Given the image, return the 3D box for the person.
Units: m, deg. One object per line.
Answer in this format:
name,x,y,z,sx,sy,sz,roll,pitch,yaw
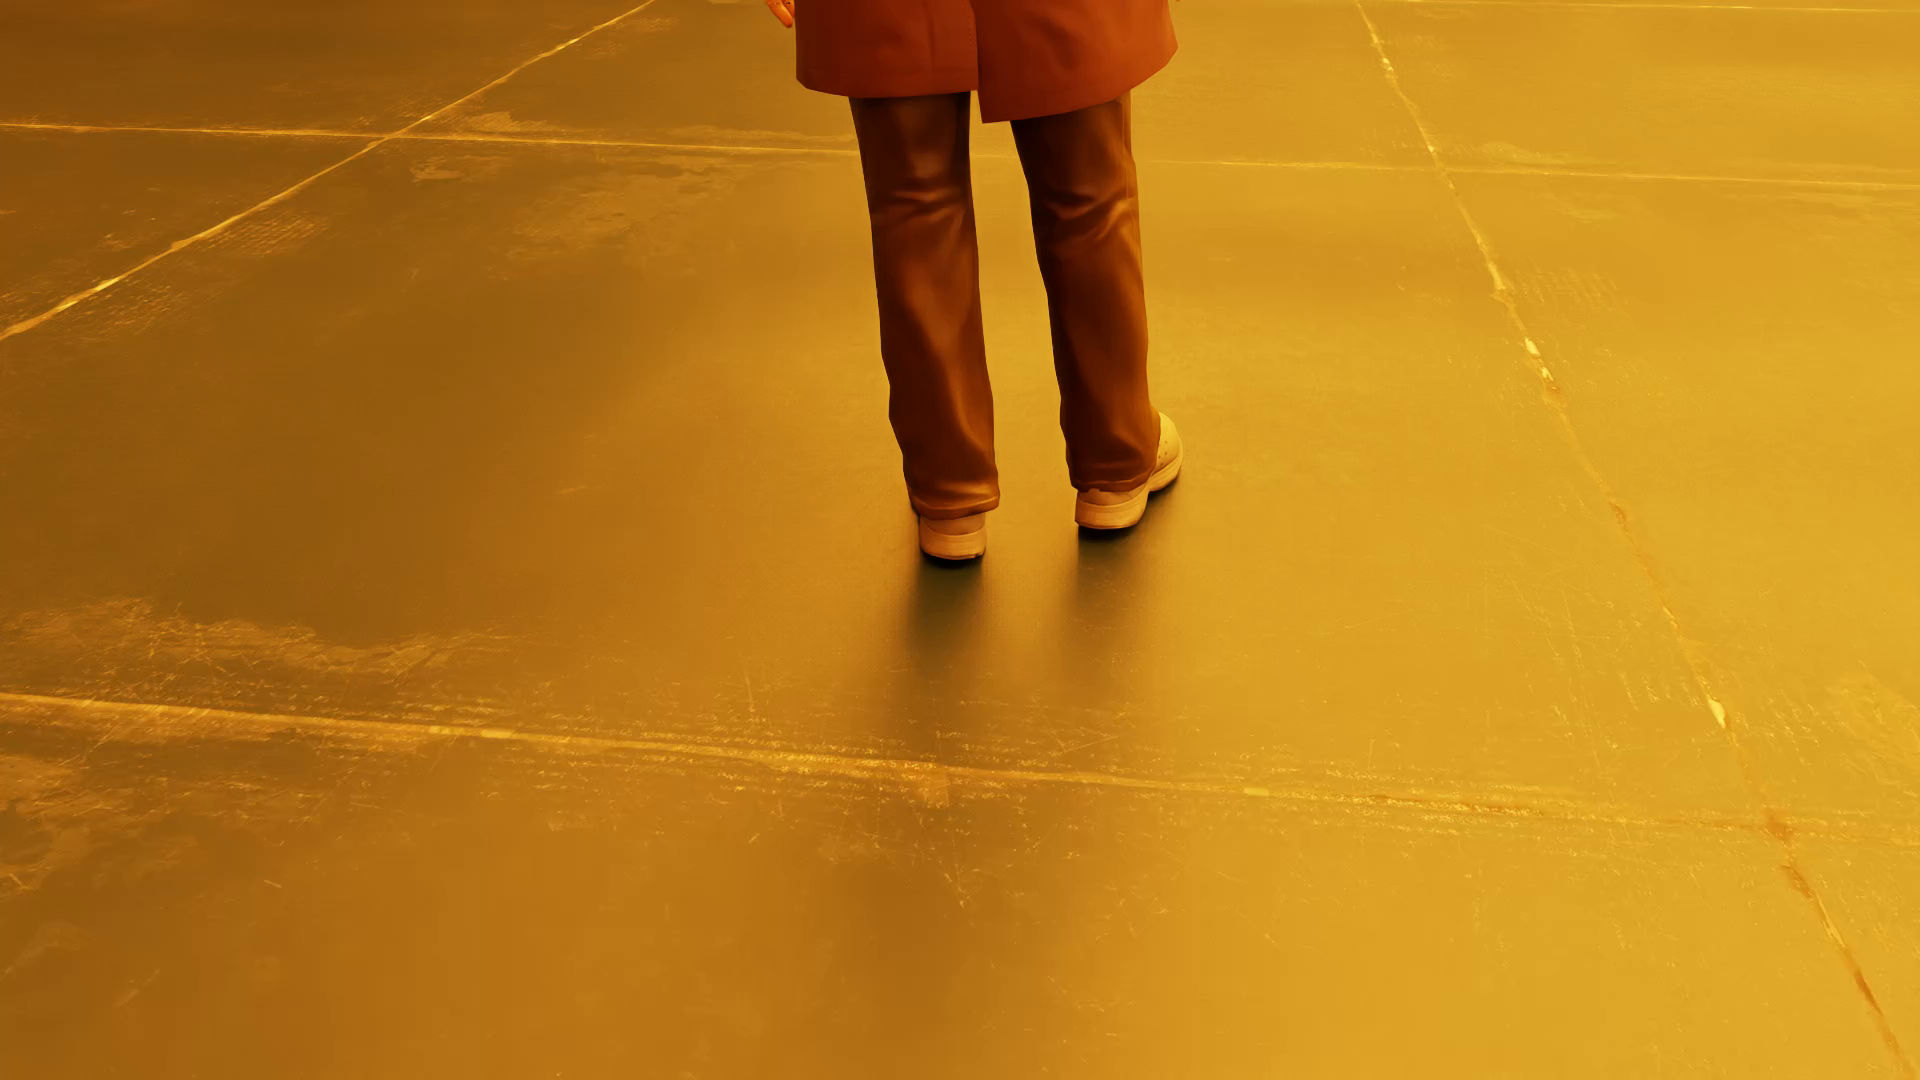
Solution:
person,0.017,-0.752,2.226,0.695,1.575,0.580,3,27,7
